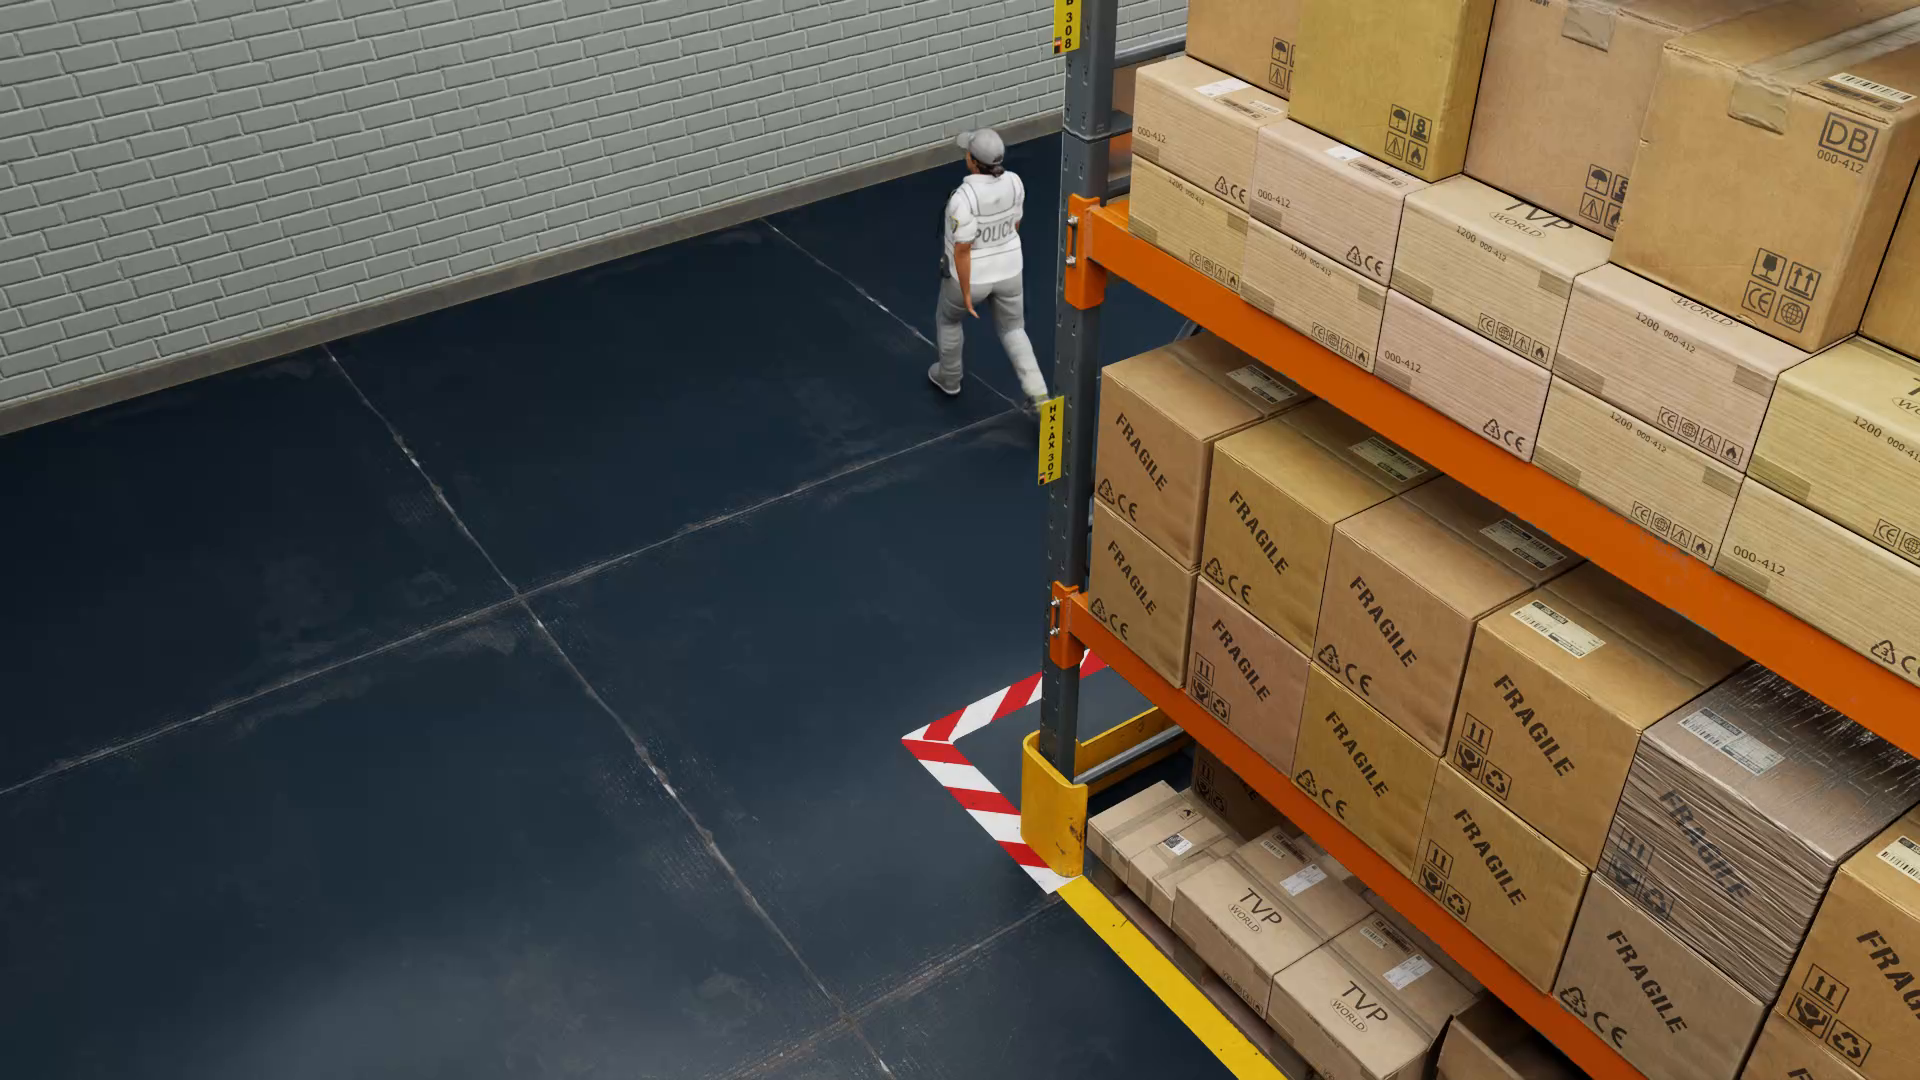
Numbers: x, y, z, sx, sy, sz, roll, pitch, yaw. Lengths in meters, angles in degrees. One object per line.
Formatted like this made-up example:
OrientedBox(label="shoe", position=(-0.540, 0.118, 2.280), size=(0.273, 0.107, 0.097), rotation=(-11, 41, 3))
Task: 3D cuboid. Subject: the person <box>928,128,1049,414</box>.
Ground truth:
OrientedBox(label="person", position=(0.137, -1.419, 8.892), size=(0.471, 1.620, 0.914), rotation=(-17, 40, -22))
